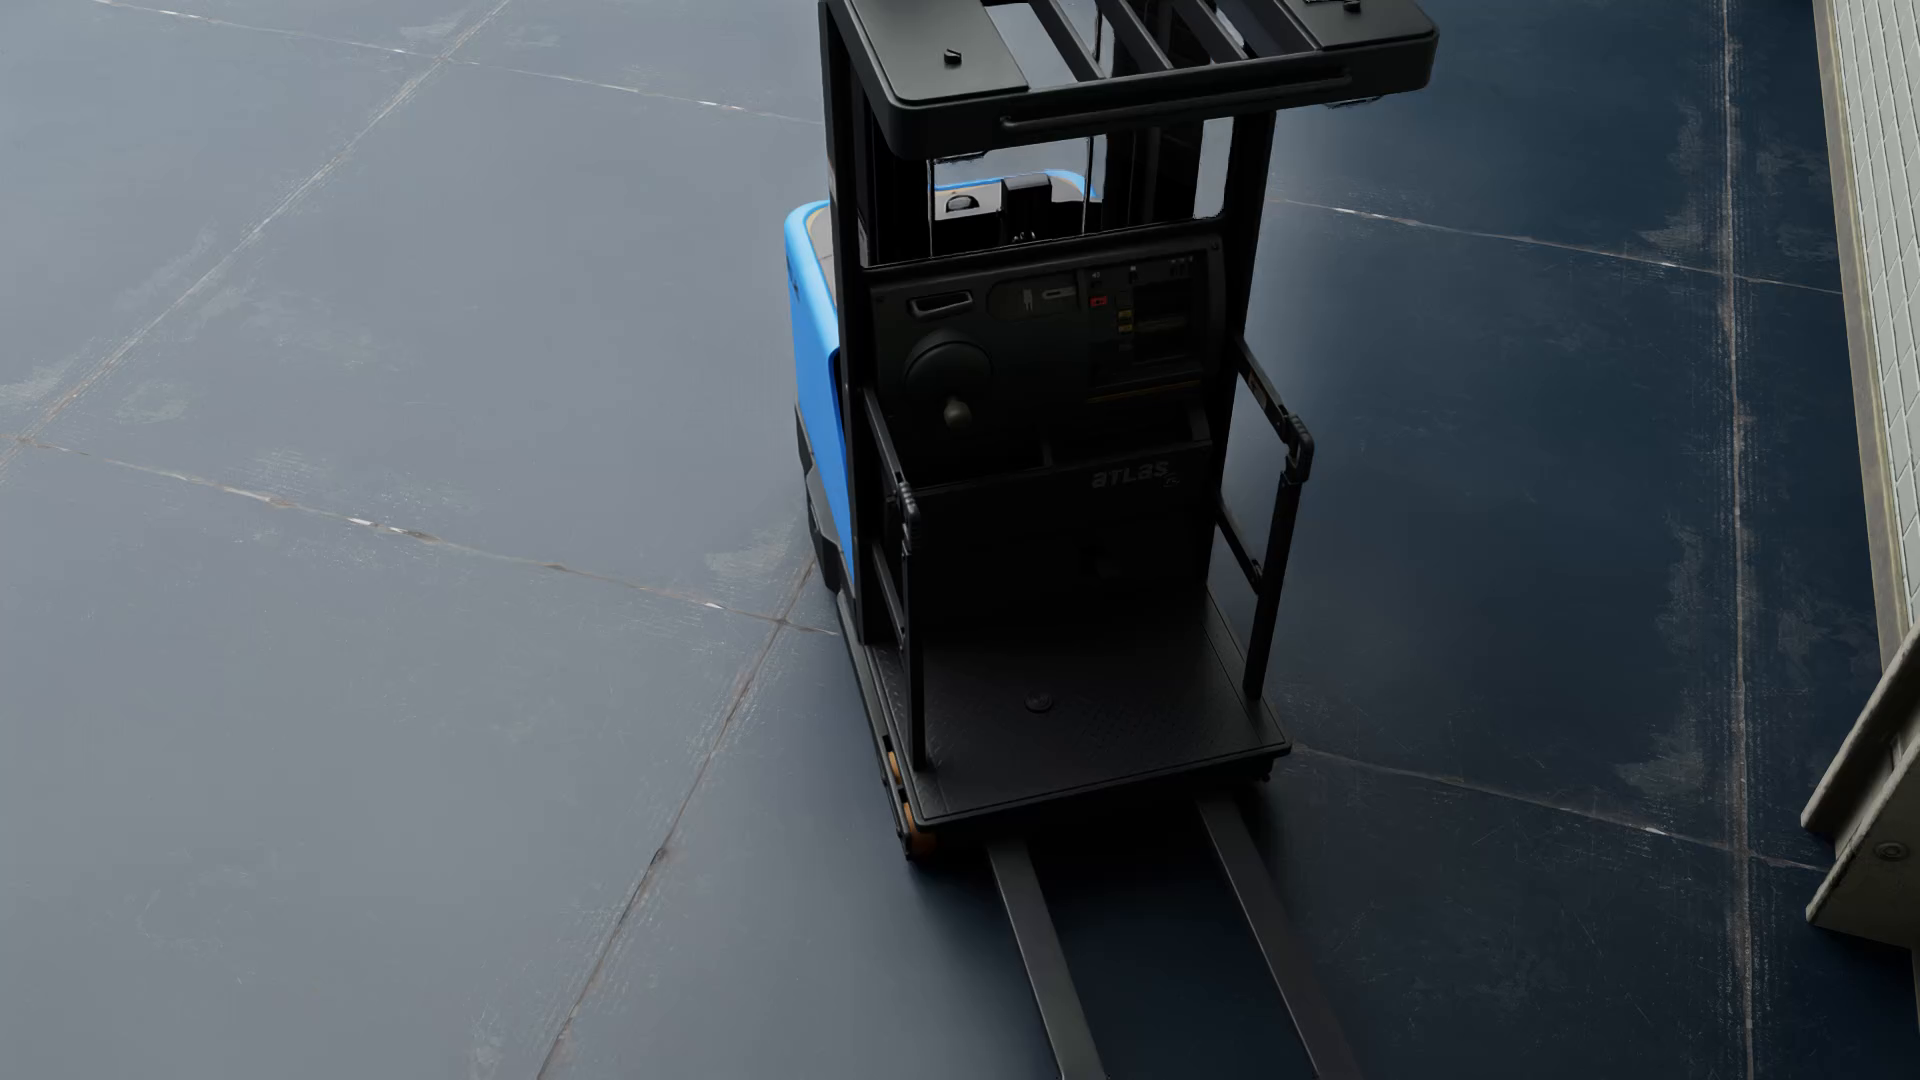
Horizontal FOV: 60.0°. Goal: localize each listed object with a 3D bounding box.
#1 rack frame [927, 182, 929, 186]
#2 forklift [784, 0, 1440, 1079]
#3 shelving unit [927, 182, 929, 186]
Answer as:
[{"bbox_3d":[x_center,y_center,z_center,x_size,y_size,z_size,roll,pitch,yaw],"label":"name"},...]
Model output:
[{"bbox_3d":[-0.199,-0.779,5.796,0.200,1.050,0.008,-10,45,-10],"label":"rack frame"},{"bbox_3d":[0.291,-0.441,4.105,1.130,2.935,3.031,-10,45,-10],"label":"forklift"},{"bbox_3d":[-0.230,-0.862,5.880,0.215,1.050,0.252,-10,45,-10],"label":"shelving unit"}]
